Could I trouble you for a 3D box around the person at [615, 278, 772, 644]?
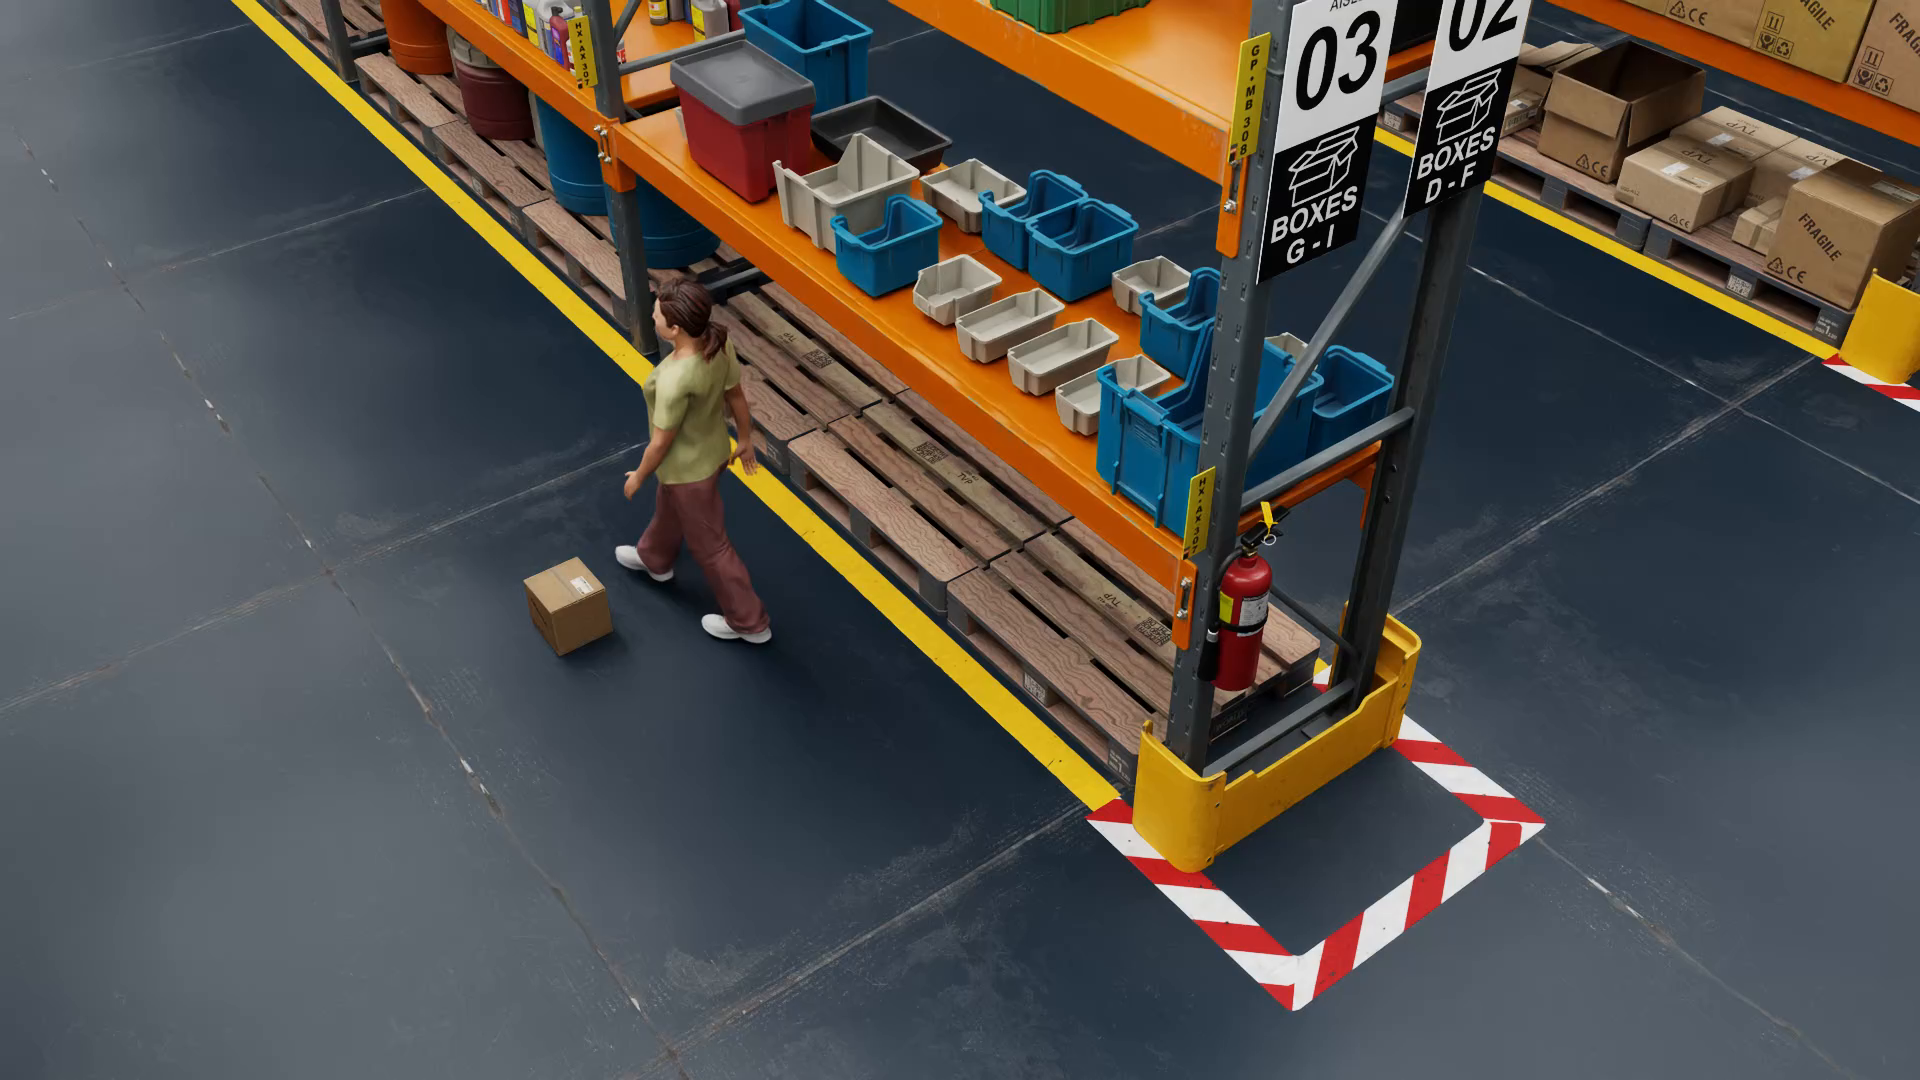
[{"bbox_3d":[-1.169,-0.324,6.525,0.853,1.644,0.469,14,42,16],"label":"person"}]
